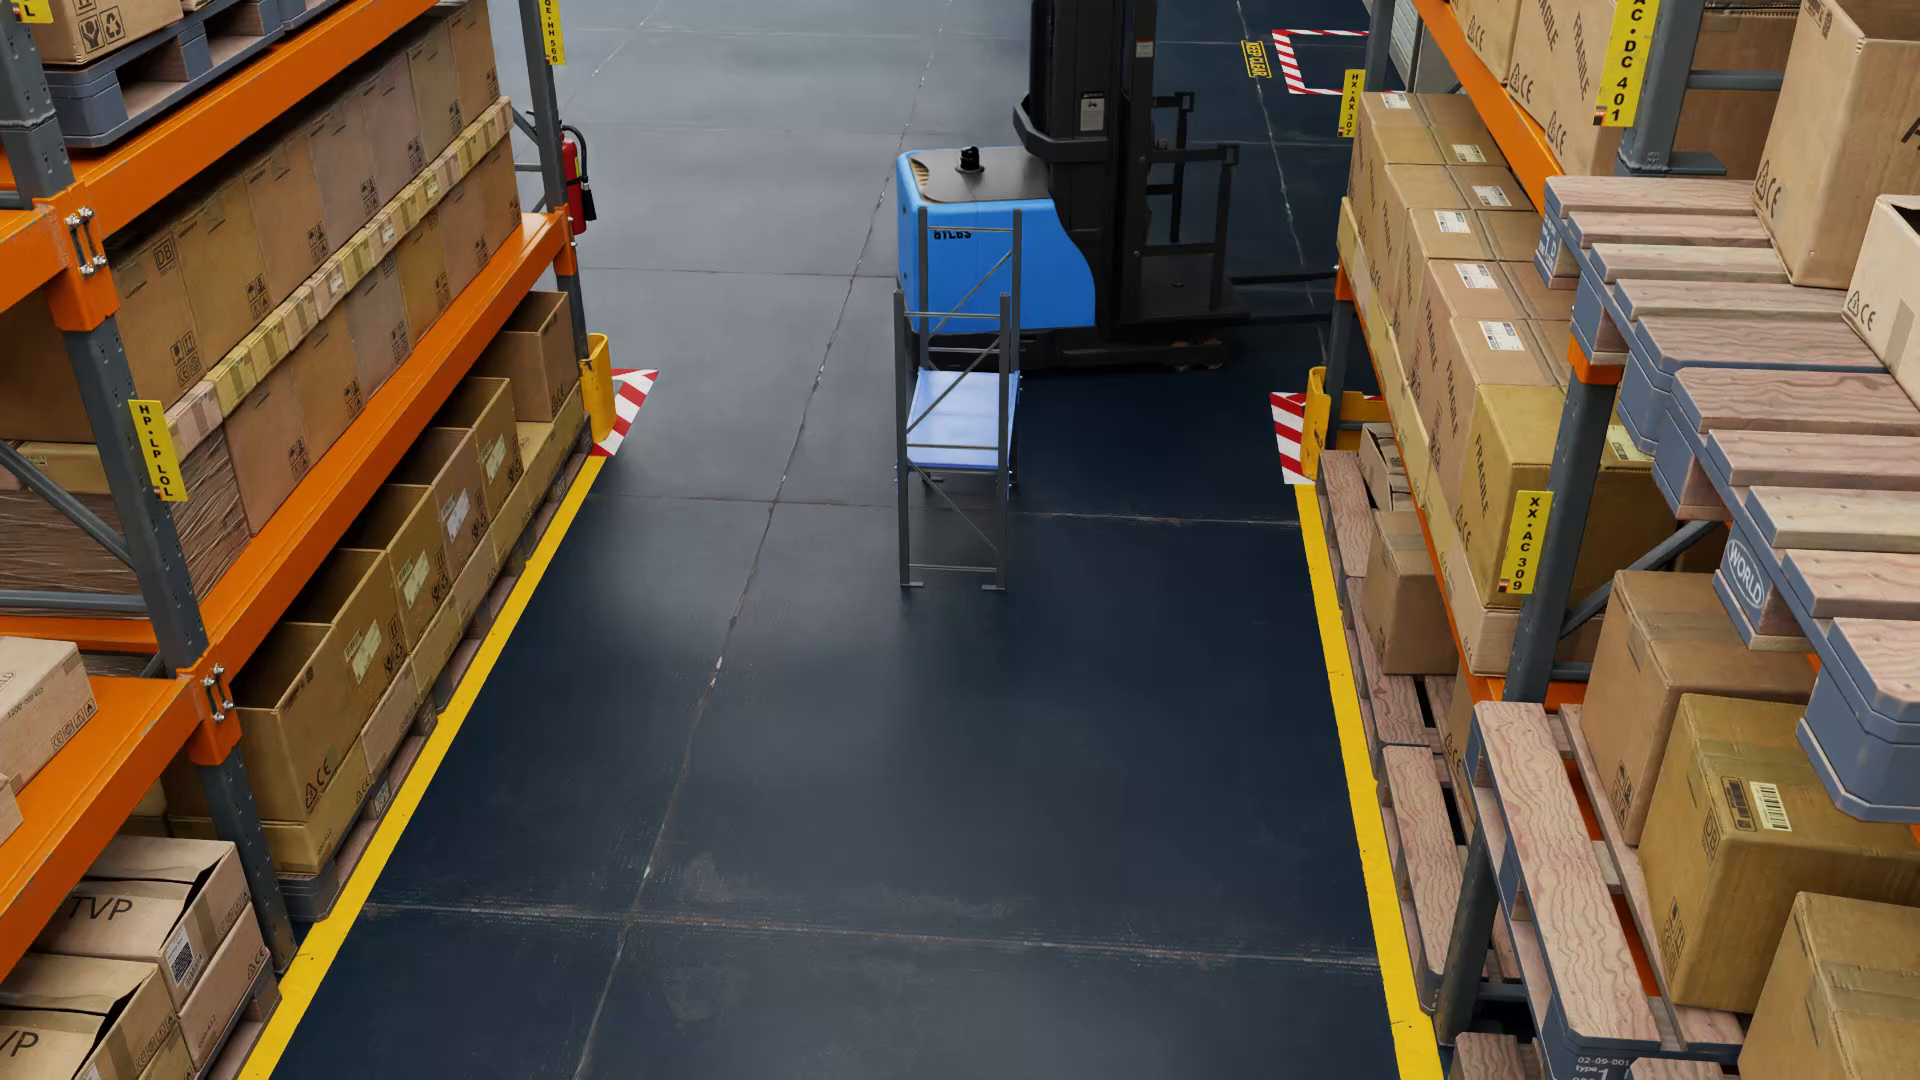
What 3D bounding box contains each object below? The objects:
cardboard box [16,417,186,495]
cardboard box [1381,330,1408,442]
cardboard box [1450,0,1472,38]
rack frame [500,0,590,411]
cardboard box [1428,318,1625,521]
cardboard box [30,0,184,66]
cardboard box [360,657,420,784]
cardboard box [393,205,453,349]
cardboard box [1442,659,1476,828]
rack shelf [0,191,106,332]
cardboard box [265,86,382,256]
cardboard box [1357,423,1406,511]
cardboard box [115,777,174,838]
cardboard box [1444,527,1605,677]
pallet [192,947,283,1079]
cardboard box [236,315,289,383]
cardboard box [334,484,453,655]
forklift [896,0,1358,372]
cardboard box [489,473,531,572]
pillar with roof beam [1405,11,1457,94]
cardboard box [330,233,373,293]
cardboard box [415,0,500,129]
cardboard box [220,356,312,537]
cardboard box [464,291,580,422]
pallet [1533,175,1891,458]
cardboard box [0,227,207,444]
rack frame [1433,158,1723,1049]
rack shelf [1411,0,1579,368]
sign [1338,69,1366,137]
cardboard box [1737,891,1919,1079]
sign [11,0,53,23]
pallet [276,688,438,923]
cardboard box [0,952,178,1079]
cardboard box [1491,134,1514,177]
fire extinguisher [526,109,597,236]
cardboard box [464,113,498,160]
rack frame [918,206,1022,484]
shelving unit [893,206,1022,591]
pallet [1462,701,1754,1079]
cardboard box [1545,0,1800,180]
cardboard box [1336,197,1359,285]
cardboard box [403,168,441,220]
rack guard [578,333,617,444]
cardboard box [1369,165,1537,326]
[{"bbox_3d":[-2.632,-0.264,5.106,0.380,0.149,0.250,2,32,4],"label":"cardboard box"},{"bbox_3d":[1.942,-0.596,6.482,0.500,0.250,0.500,3,32,4],"label":"cardboard box"},{"bbox_3d":[2.000,-2.027,5.707,0.500,0.500,0.500,4,32,7],"label":"cardboard box"},{"bbox_3d":[-2.521,-1.905,8.482,1.000,3.000,0.127,2,32,4],"label":"rack frame"},{"bbox_3d":[1.856,-0.389,5.432,0.500,0.500,0.500,2,32,4],"label":"cardboard box"},{"bbox_3d":[-2.543,-1.623,4.537,0.500,0.500,0.500,5,32,8],"label":"cardboard box"},{"bbox_3d":[-2.461,0.688,6.495,0.500,0.250,0.500,2,32,4],"label":"cardboard box"},{"bbox_3d":[-2.656,-1.170,7.194,0.700,0.500,0.500,3,32,4],"label":"cardboard box"},{"bbox_3d":[2.136,0.729,6.172,0.500,0.500,0.500,0,32,0],"label":"cardboard box"},{"bbox_3d":[-3.009,0.262,2.793,1.077,0.370,4.000,2,32,4],"label":"rack shelf"},{"bbox_3d":[-2.694,-1.428,6.376,0.700,0.500,0.500,2,32,4],"label":"cardboard box"},{"bbox_3d":[2.271,-0.380,8.151,0.500,0.311,0.500,-1,32,-2],"label":"cardboard box"},{"bbox_3d":[-3.026,0.927,6.108,0.500,0.250,0.500,2,32,4],"label":"cardboard box"},{"bbox_3d":[1.828,0.191,5.205,0.500,0.250,0.500,3,32,4],"label":"cardboard box"},{"bbox_3d":[-2.868,1.761,5.192,1.003,0.211,1.213,2,32,4],"label":"pallet"},{"bbox_3d":[-2.572,-0.668,5.761,0.380,0.149,0.250,2,32,4],"label":"cardboard box"},{"bbox_3d":[-2.415,0.107,6.723,0.500,0.500,0.500,2,32,4],"label":"cardboard box"},{"bbox_3d":[1.163,-2.531,9.563,3.031,2.935,1.130,-4,32,-7],"label":"forklift"},{"bbox_3d":[-2.338,-0.097,7.768,0.500,0.250,0.500,2,32,4],"label":"cardboard box"},{"bbox_3d":[-0.580,-7.168,11.303,9.100,9.000,0.400,2,32,4],"label":"pillar with roof beam"},{"bbox_3d":[-2.509,-1.074,6.421,0.380,0.149,0.250,2,32,4],"label":"cardboard box"},{"bbox_3d":[-2.576,-2.229,7.675,0.700,0.500,0.500,3,32,4],"label":"cardboard box"},{"bbox_3d":[-2.780,-0.364,5.887,0.700,0.500,0.500,2,32,3],"label":"cardboard box"},{"bbox_3d":[-2.268,-0.939,8.421,0.500,0.500,0.500,2,32,4],"label":"cardboard box"},{"bbox_3d":[1.935,-0.482,3.494,1.213,0.211,1.003,2,32,4],"label":"pallet"},{"bbox_3d":[-2.817,-0.640,5.098,0.700,0.500,0.500,3,32,4],"label":"cardboard box"},{"bbox_3d":[2.091,0.396,4.748,1.000,3.000,0.127,2,32,4],"label":"rack frame"},{"bbox_3d":[2.254,-1.620,5.847,1.077,0.370,4.000,2,32,4],"label":"rack shelf"},{"bbox_3d":[1.876,-2.087,7.952,0.100,0.325,0.005,2,32,4],"label":"sign"},{"bbox_3d":[1.941,1.069,3.142,0.700,0.500,0.500,7,32,11],"label":"cardboard box"},{"bbox_3d":[-2.305,-1.426,4.053,0.100,0.325,0.005,2,32,4],"label":"sign"},{"bbox_3d":[-2.740,0.960,6.491,1.003,0.211,1.213,2,32,4],"label":"pallet"},{"bbox_3d":[-2.630,1.436,4.747,0.500,0.311,0.500,3,32,5],"label":"cardboard box"},{"bbox_3d":[2.539,-1.441,7.138,0.500,0.500,0.500,3,32,5],"label":"cardboard box"},{"bbox_3d":[-2.048,-1.914,8.570,0.296,0.674,0.183,2,32,4],"label":"fire extinguisher"},{"bbox_3d":[-2.382,-1.879,7.726,0.380,0.149,0.250,3,32,5],"label":"cardboard box"},{"bbox_3d":[0.048,-0.949,8.360,0.500,1.500,0.032,2,32,4],"label":"rack frame"},{"bbox_3d":[0.007,-0.683,7.929,0.538,1.500,1.048,2,32,4],"label":"shelving unit"},{"bbox_3d":[1.884,0.871,4.160,1.003,0.211,1.213,2,32,4],"label":"pallet"},{"bbox_3d":[1.886,-1.208,4.377,0.500,0.500,0.500,3,32,5],"label":"cardboard box"},{"bbox_3d":[2.061,-1.398,7.784,0.500,0.250,0.500,2,32,3],"label":"cardboard box"},{"bbox_3d":[-2.446,-1.476,7.073,0.380,0.149,0.250,3,32,6],"label":"cardboard box"},{"bbox_3d":[-2.519,-0.853,9.158,1.175,0.500,0.348,2,32,4],"label":"rack guard"},{"bbox_3d":[1.980,-1.194,6.738,0.500,0.500,0.500,1,32,2],"label":"cardboard box"}]
